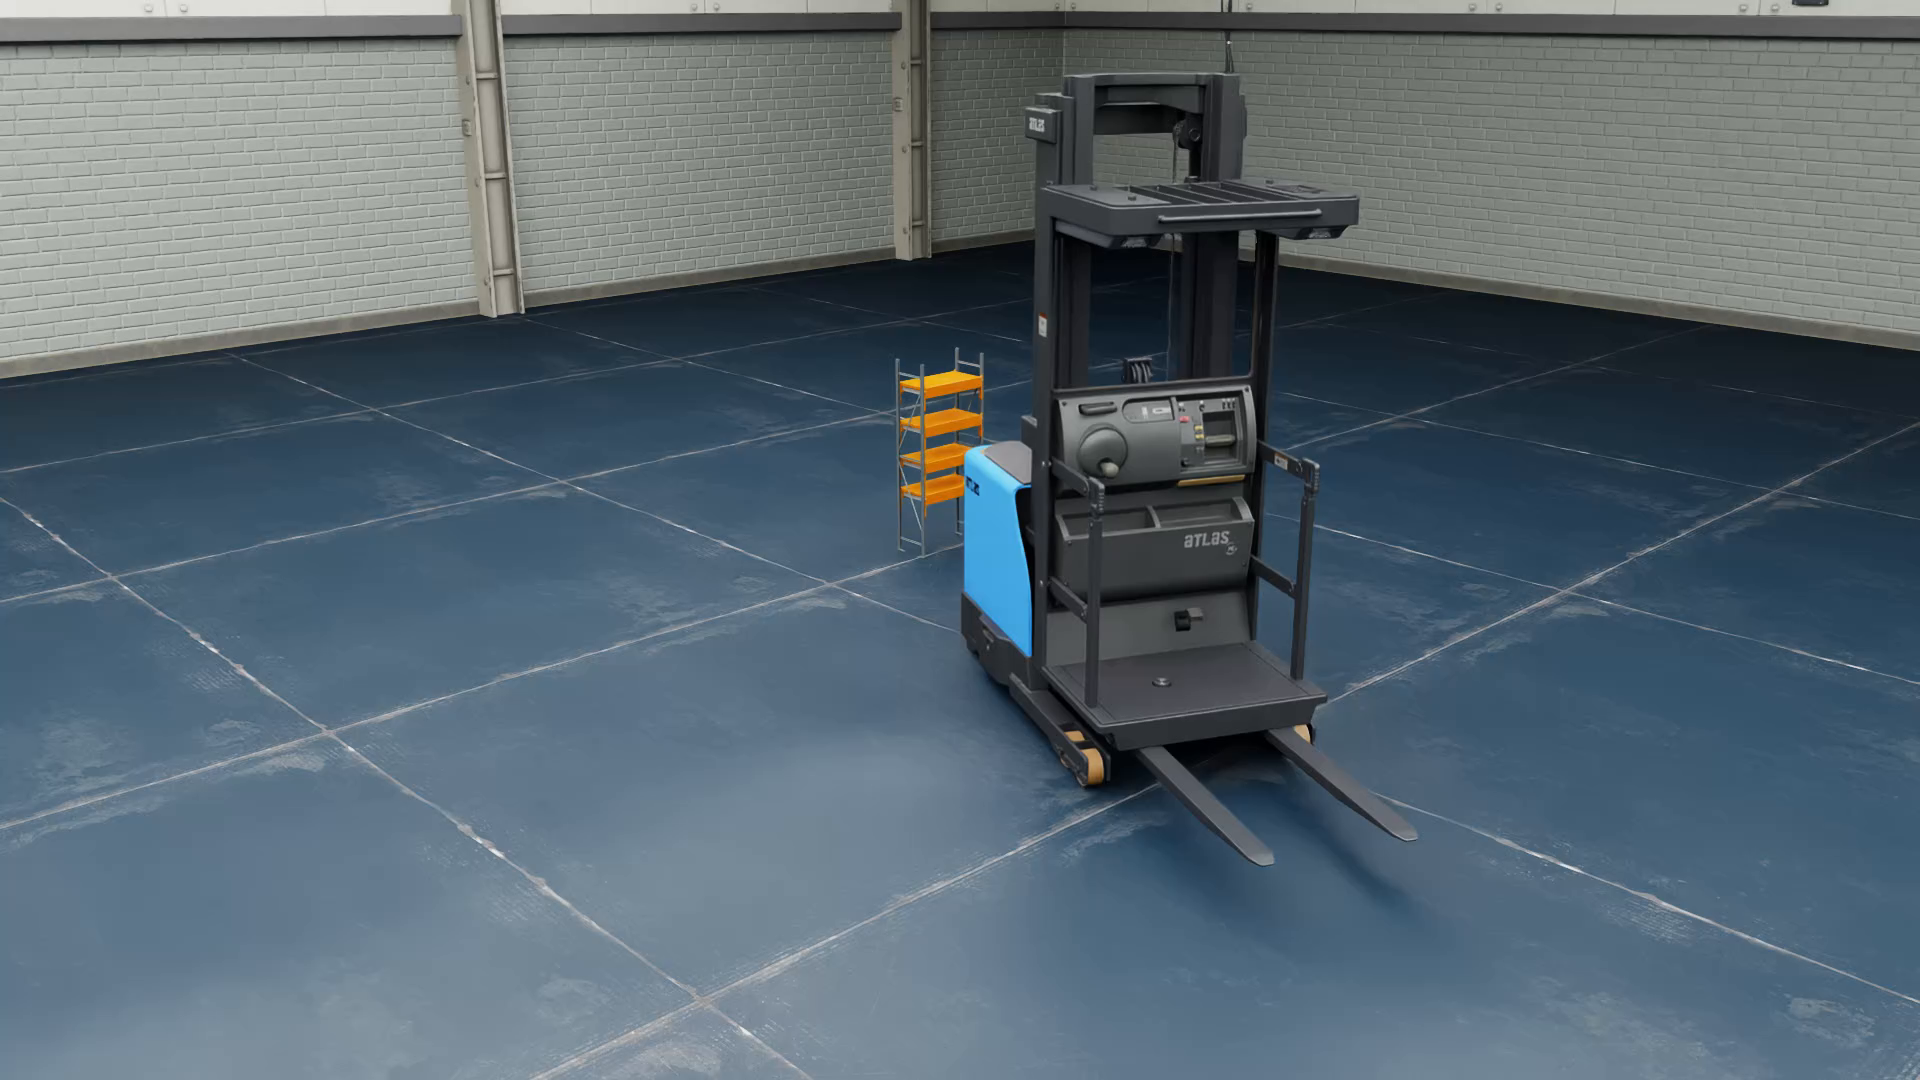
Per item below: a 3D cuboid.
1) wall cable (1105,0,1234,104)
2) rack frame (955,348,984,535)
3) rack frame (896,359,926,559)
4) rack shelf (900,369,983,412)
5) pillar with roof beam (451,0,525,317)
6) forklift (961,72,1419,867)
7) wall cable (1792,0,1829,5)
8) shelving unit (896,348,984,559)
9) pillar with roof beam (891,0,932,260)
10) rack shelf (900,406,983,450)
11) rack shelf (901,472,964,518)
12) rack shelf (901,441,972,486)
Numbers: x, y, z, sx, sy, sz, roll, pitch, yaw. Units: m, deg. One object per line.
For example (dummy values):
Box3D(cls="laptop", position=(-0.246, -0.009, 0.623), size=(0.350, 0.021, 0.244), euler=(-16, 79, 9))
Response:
Box3D(cls="wall cable", position=(2.427, -6.869, 22.114), size=(0.112, 2.526, 3.097), euler=(-16, 24, -41))
Box3D(cls="rack frame", position=(0.057, -0.587, 10.351), size=(0.015, 1.200, 0.240), euler=(-16, 24, -41))
Box3D(cls="rack frame", position=(-0.298, -0.484, 10.032), size=(0.015, 1.200, 0.240), euler=(-16, 24, -41))
Box3D(cls="rack shelf", position=(-0.120, -0.909, 10.070), size=(0.480, 0.148, 0.258), euler=(-16, 24, -41))
Box3D(cls="pillar with roof beam", position=(-2.024, -5.782, 13.727), size=(0.400, 9.000, 9.100), euler=(-16, 24, -41))
Box3D(cls="forklift", position=(0.948, -0.466, 7.170), size=(1.130, 2.935, 3.031), euler=(-6, 19, -17))
Box3D(cls="wall cable", position=(8.938, -7.833, 14.539), size=(0.169, 6.003, 2.305), euler=(-16, 24, -41))
Box3D(cls="shelving unit", position=(-0.120, -0.536, 10.191), size=(0.503, 1.200, 0.258), euler=(-16, 24, -41))
Box3D(cls="pillar with roof beam", position=(2.336, -7.053, 17.648), size=(0.400, 9.000, 9.100), euler=(-16, 24, -41))
Box3D(cls="rack shelf", position=(-0.120, -0.684, 10.143), size=(0.480, 0.148, 0.258), euler=(-16, 24, -41))
Box3D(cls="rack shelf", position=(-0.120, -0.283, 10.273), size=(0.480, 0.148, 0.258), euler=(-16, 24, -41))
Box3D(cls="rack shelf", position=(-0.120, -0.472, 10.212), size=(0.480, 0.148, 0.258), euler=(-16, 24, -41))
